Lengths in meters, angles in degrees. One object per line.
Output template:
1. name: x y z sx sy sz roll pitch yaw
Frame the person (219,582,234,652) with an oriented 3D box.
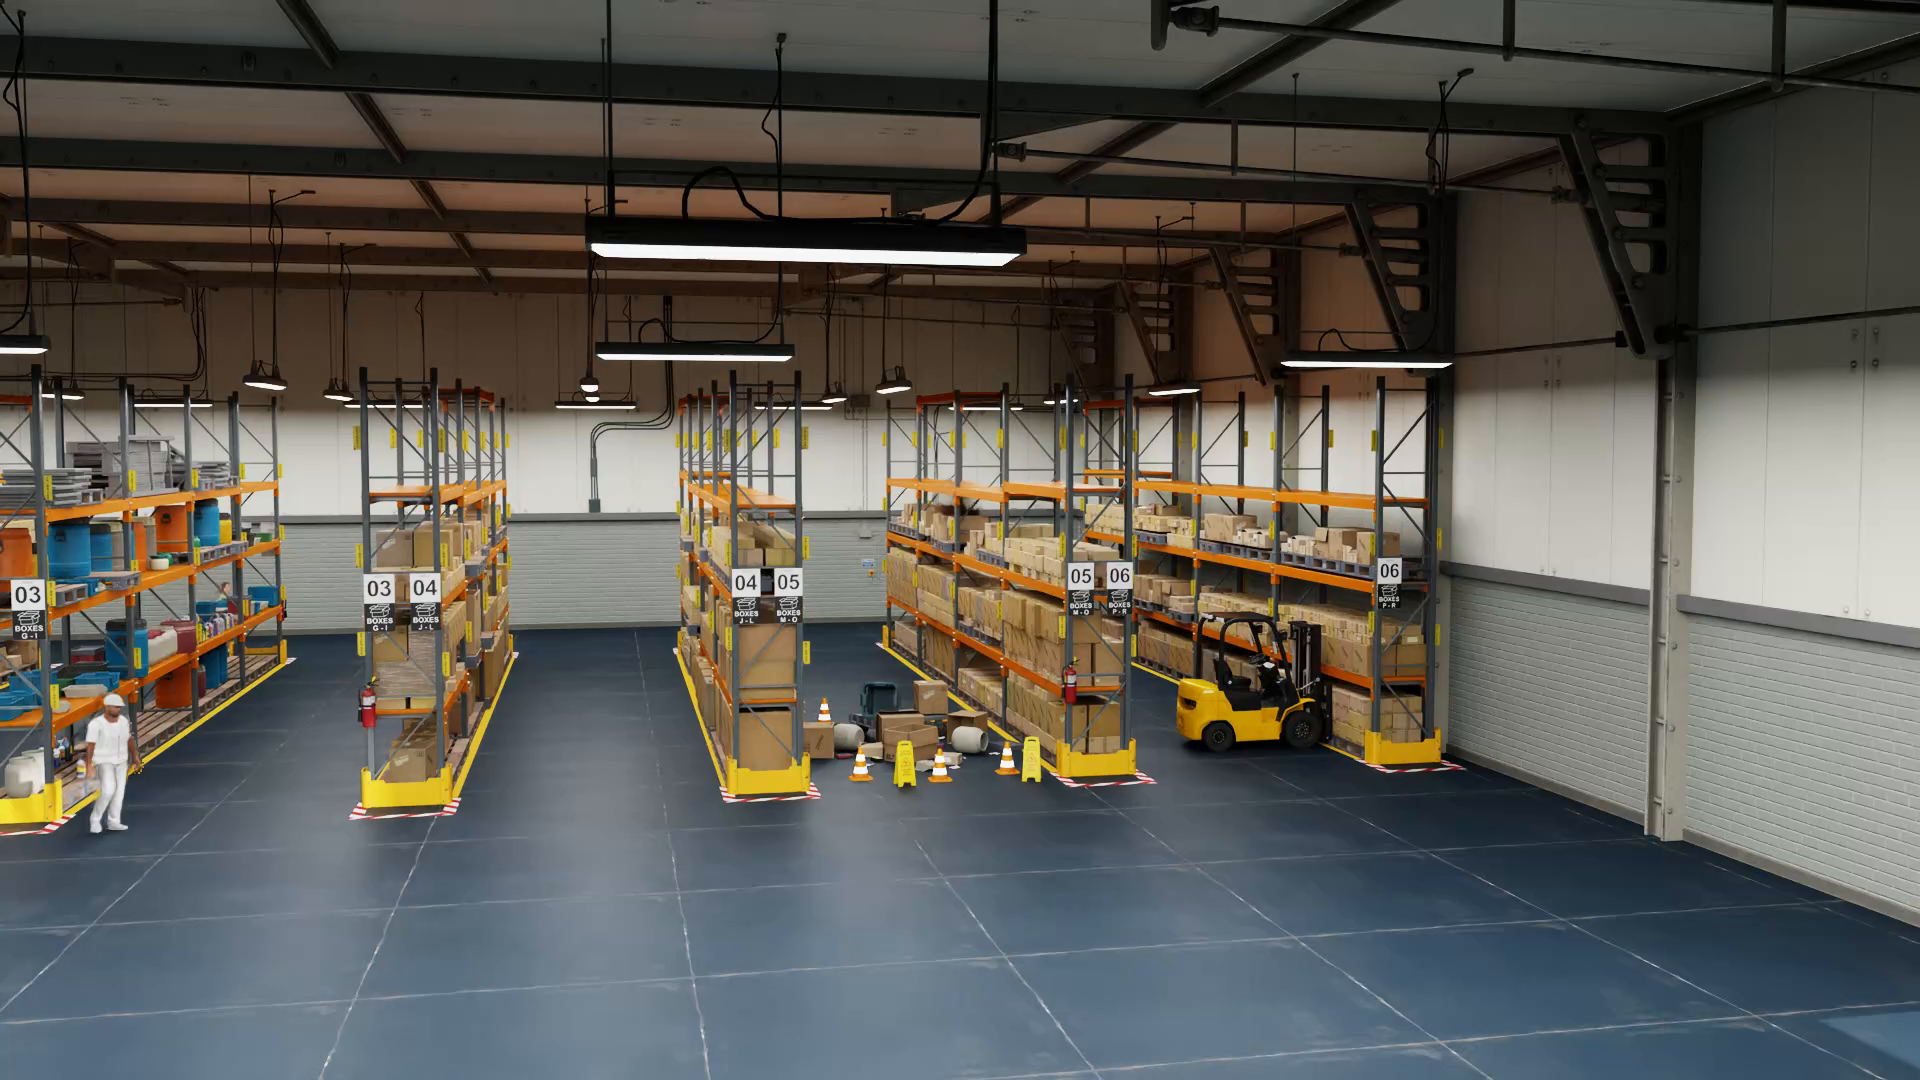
1. person: -17.218 1.816 39.216 0.469 1.658 0.459 0 3 -4

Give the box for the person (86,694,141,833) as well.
1. person: -10.883 2.857 21.362 0.441 1.767 0.647 2 4 24
